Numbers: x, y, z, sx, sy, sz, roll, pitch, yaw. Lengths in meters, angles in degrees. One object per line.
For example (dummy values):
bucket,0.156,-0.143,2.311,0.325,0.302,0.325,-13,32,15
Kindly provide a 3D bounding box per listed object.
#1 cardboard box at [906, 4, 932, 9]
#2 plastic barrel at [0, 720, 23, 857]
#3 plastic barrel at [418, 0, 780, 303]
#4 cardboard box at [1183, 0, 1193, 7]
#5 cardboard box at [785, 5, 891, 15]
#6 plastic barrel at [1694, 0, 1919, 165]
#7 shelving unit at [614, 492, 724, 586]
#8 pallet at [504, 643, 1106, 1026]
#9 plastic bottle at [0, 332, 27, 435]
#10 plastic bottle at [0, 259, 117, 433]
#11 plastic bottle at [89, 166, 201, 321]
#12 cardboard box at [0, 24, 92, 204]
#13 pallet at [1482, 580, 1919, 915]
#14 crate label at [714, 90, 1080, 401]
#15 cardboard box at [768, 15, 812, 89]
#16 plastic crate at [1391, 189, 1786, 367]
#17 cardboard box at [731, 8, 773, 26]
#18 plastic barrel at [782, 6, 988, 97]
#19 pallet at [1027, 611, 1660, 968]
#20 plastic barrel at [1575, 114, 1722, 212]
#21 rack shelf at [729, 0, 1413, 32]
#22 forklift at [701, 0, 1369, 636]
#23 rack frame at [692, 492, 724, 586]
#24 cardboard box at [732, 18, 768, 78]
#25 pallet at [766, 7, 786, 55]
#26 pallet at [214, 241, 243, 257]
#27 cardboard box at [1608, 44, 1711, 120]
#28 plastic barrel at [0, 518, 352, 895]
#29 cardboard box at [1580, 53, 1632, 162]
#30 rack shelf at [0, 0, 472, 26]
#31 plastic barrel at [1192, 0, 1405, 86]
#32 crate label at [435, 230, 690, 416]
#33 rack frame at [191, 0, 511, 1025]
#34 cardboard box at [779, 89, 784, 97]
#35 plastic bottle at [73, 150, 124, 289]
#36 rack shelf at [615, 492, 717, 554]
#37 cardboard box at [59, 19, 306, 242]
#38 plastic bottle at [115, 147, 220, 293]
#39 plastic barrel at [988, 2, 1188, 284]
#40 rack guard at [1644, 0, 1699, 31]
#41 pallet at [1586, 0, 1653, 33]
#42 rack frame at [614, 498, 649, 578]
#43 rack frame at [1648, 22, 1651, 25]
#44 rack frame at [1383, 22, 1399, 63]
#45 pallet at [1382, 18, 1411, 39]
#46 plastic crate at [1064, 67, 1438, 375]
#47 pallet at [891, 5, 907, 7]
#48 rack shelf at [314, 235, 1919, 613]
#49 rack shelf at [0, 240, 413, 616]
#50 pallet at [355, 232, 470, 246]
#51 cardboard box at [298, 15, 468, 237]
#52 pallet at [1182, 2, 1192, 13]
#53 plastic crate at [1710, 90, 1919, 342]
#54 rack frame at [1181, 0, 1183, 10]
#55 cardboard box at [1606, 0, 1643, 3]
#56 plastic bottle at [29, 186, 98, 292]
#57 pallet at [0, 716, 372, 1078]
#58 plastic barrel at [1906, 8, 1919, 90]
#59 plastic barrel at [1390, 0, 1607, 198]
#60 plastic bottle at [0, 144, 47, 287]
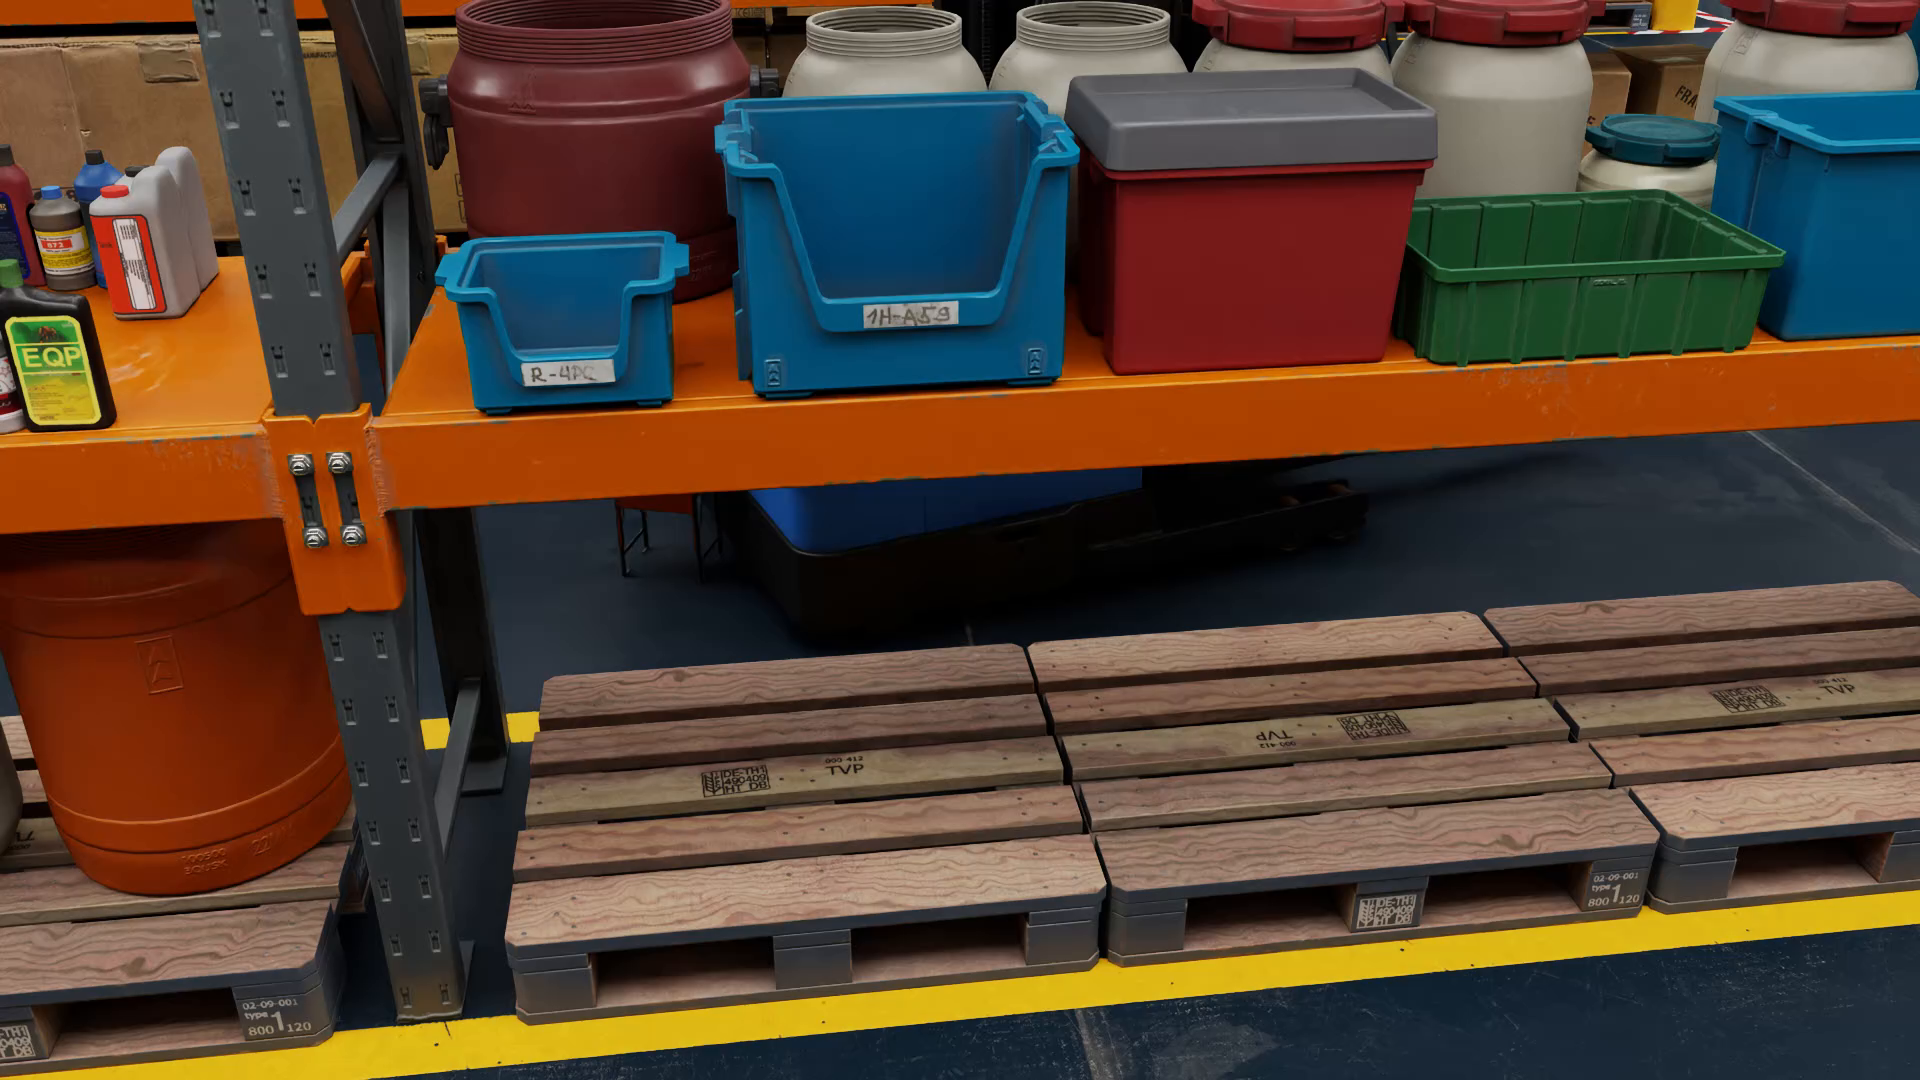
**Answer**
cardboard box,-0.017,-4.377,12.498,0.750,0.750,1.050,-4,27,-7
plastic barrel,-2.167,0.447,3.359,0.421,0.512,0.421,0,27,0
plastic barrel,-0.721,-0.815,3.405,0.708,0.536,0.600,-4,27,-7
cardboard box,2.174,-4.580,12.759,0.875,0.875,0.875,-3,27,-6
cardboard box,-0.939,-4.317,12.383,0.750,0.750,1.050,-3,27,-6
plastic barrel,1.844,-0.942,3.651,0.433,0.535,0.433,0,27,0
shelving unit,-0.877,-0.386,4.851,0.252,1.050,0.215,6,28,11
pallet,-0.366,0.620,3.810,1.213,0.211,1.003,-4,27,-7
plastic bottle,-1.597,-0.282,2.732,0.097,0.201,0.097,0,27,0
plastic bottle,-1.480,-0.318,2.712,0.133,0.283,0.061,-4,27,-7
plastic bottle,-1.591,-0.583,3.237,0.135,0.276,0.152,-4,27,-7
cardboard box,-4.274,-1.922,7.577,0.875,0.875,1.225,-5,28,-9
pallet,2.050,0.465,4.112,1.213,0.211,1.003,-4,27,-7
crate label,-0.117,-0.545,2.988,0.616,0.435,0.502,-4,27,-7
cardboard box,-0.646,-2.339,7.958,0.500,0.250,0.500,-1,27,-1
plastic crate,1.137,-0.510,3.191,0.662,0.188,0.450,-4,27,-7
cardboard box,-1.804,-4.260,12.271,0.750,0.750,1.050,-4,27,-8
plastic barrel,-0.150,-0.800,3.401,0.421,0.512,0.421,0,27,0
pallet,0.839,0.544,3.958,1.213,0.211,1.003,-4,27,-7
plastic barrel,1.490,-0.767,3.610,0.301,0.262,0.301,0,27,0
rack shelf,0.152,-2.635,7.887,4.000,0.370,1.077,-4,27,-7
forklift,0.726,-1.477,4.919,3.031,2.935,1.130,-12,30,-22
rack frame,-0.758,-0.374,4.828,0.008,1.050,0.200,6,28,11
cardboard box,-1.169,-2.301,7.883,0.500,0.250,0.500,-3,27,-5
pallet,-1.628,-3.852,12.525,1.213,0.211,1.003,-4,27,-7
pallet,-3.825,-1.495,7.932,1.213,0.211,1.003,-4,27,-7
cardboard box,3.704,-2.279,8.684,0.500,0.500,0.500,-6,28,-12
plastic barrel,-1.621,0.229,3.435,0.708,0.830,0.600,-4,27,-7
cardboard box,3.100,-2.204,8.538,0.500,0.500,0.500,5,28,9
rack shelf,-3.809,-2.380,7.391,4.000,0.370,1.077,-4,27,-7
plastic barrel,0.689,-0.867,3.506,0.433,0.535,0.433,0,27,0
crate label,-0.669,-0.371,2.871,0.416,0.233,0.303,-4,27,-7
rack frame,-1.139,-0.588,3.111,0.127,3.000,1.000,-4,27,-7
cardboard box,-0.620,-2.004,8.126,0.500,0.500,0.700,-6,28,-11
plastic bottle,-1.731,-0.655,3.381,0.097,0.271,0.097,0,27,0
rack shelf,-0.877,-0.130,4.984,0.240,0.259,0.215,6,28,11
cardboard box,-3.399,-1.981,7.693,0.875,0.875,1.225,-4,27,-7
plastic bottle,-1.612,-0.652,3.371,0.135,0.276,0.152,-4,27,-7
plastic barrel,0.267,-0.827,3.454,0.421,0.512,0.421,0,27,0
rack guard,5.526,-4.474,13.423,0.348,0.500,1.175,-4,27,-7
pallet,4.721,-4.258,13.318,1.213,0.211,1.003,-4,27,-7
rack frame,-0.997,-0.397,4.873,0.008,1.050,0.200,6,28,11
rack frame,5.502,-5.585,12.849,0.127,3.000,1.000,-4,27,-7
rack frame,2.132,-3.082,7.971,0.127,3.000,1.000,-4,27,-7
pallet,3.516,-4.182,13.169,1.213,0.211,1.003,-4,27,-7
plastic crate,0.504,-0.581,3.027,0.583,0.464,0.402,-4,27,-7
pallet,-0.423,-3.928,12.674,1.213,0.211,1.003,-4,27,-7
rack shelf,0.842,-0.396,3.523,4.000,0.370,1.077,-4,27,-7
rack shelf,-3.119,-0.141,3.027,4.000,0.370,1.077,-4,27,-7
pallet,-2.620,-1.571,8.080,1.213,0.211,1.003,-4,27,-7
cardboard box,-2.515,-2.035,7.797,0.875,0.875,1.225,-5,28,-10
pallet,2.305,-4.103,13.015,1.213,0.211,1.003,-4,27,-7
plastic crate,1.773,-0.625,3.200,0.575,0.384,0.392,-4,27,-7
rack frame,1.541,-5.331,12.353,0.127,3.000,1.000,-4,27,-7
cardboard box,4.840,-4.754,13.096,0.875,0.875,0.875,-4,27,-7
plastic bottle,-1.827,-0.618,3.385,0.097,0.201,0.097,0,27,0
pallet,-1.914,0.721,3.613,1.213,0.211,1.003,-4,27,-7
plastic barrel,2.398,-1.178,3.712,0.708,0.901,0.600,-4,27,-7
plastic barrel,1.118,-0.895,3.560,0.433,0.535,0.433,0,27,0
plastic bottle,-1.944,-0.655,3.368,0.133,0.283,0.061,-4,27,-7
